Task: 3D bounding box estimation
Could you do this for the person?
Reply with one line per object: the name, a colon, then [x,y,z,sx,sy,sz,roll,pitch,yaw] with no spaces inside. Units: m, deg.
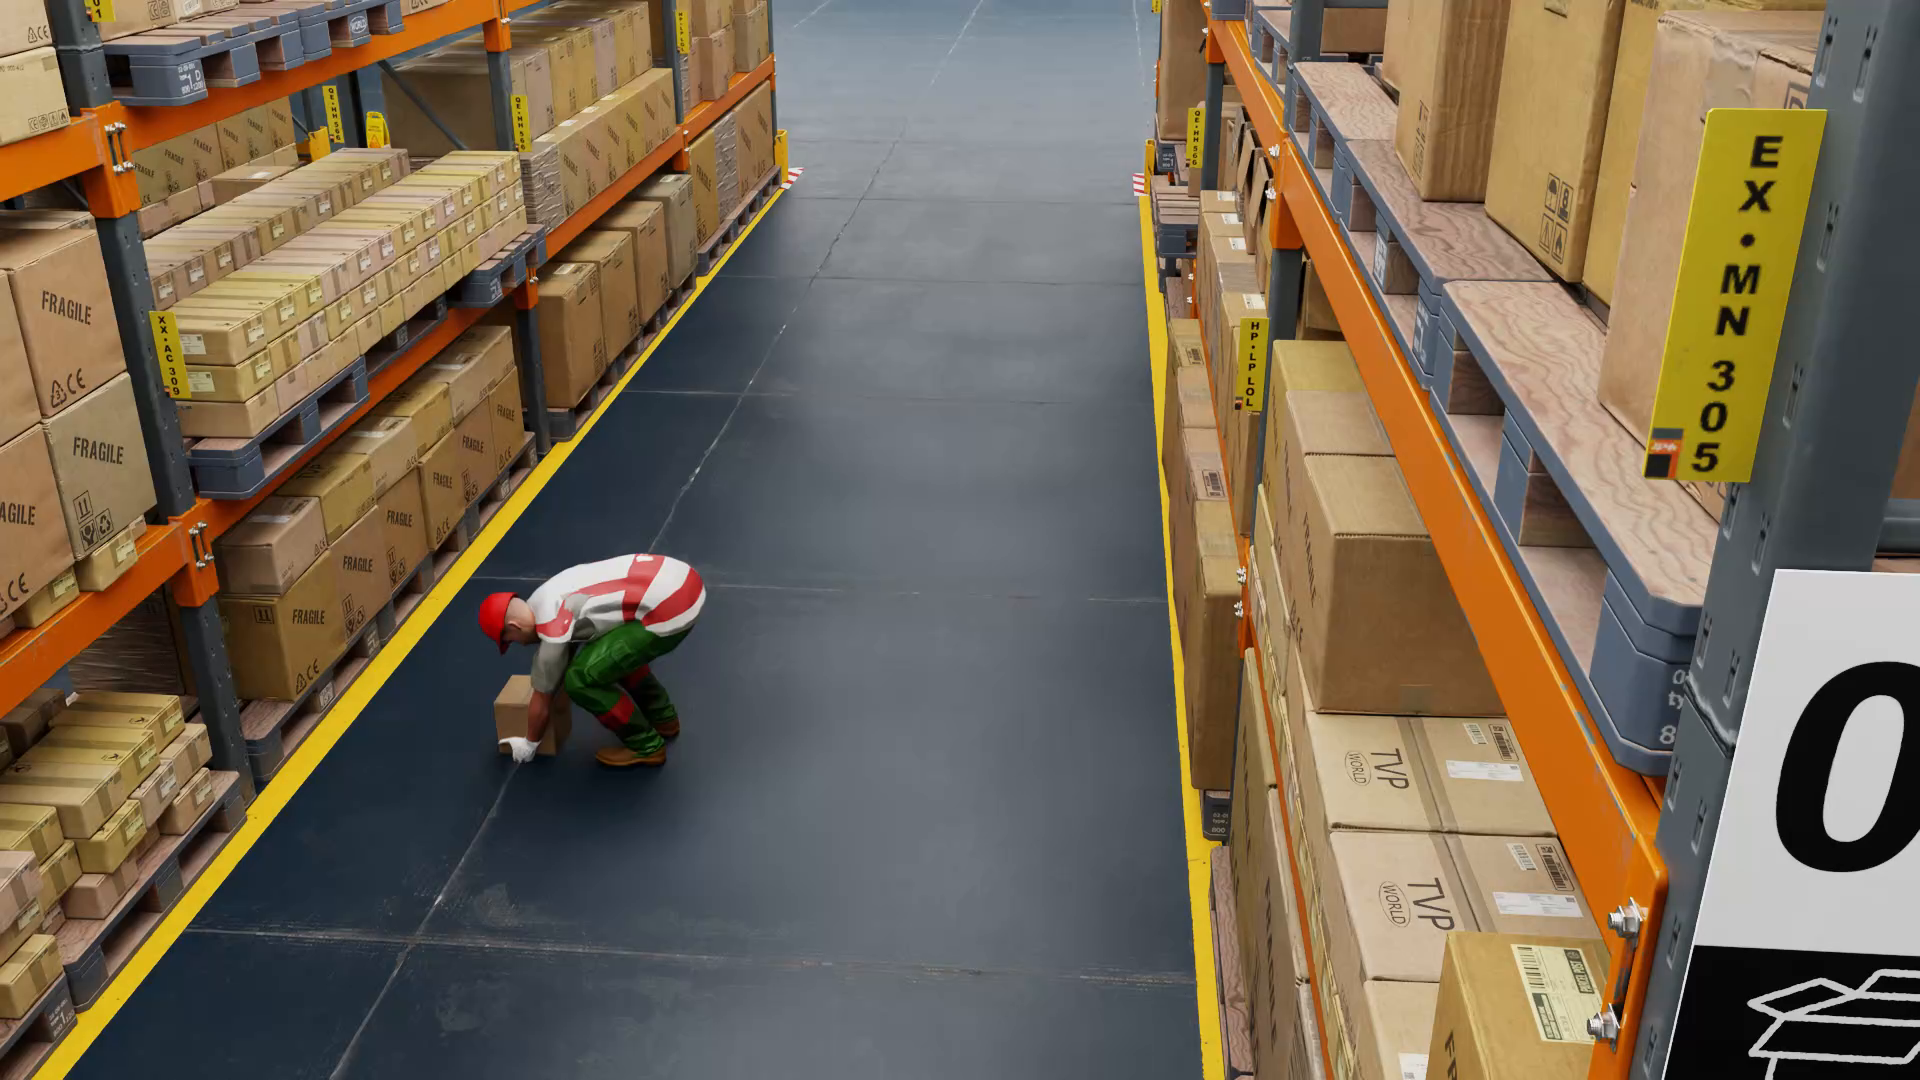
person: [-1.553,0.502,7.080,0.959,0.905,0.536,1,24,2]
